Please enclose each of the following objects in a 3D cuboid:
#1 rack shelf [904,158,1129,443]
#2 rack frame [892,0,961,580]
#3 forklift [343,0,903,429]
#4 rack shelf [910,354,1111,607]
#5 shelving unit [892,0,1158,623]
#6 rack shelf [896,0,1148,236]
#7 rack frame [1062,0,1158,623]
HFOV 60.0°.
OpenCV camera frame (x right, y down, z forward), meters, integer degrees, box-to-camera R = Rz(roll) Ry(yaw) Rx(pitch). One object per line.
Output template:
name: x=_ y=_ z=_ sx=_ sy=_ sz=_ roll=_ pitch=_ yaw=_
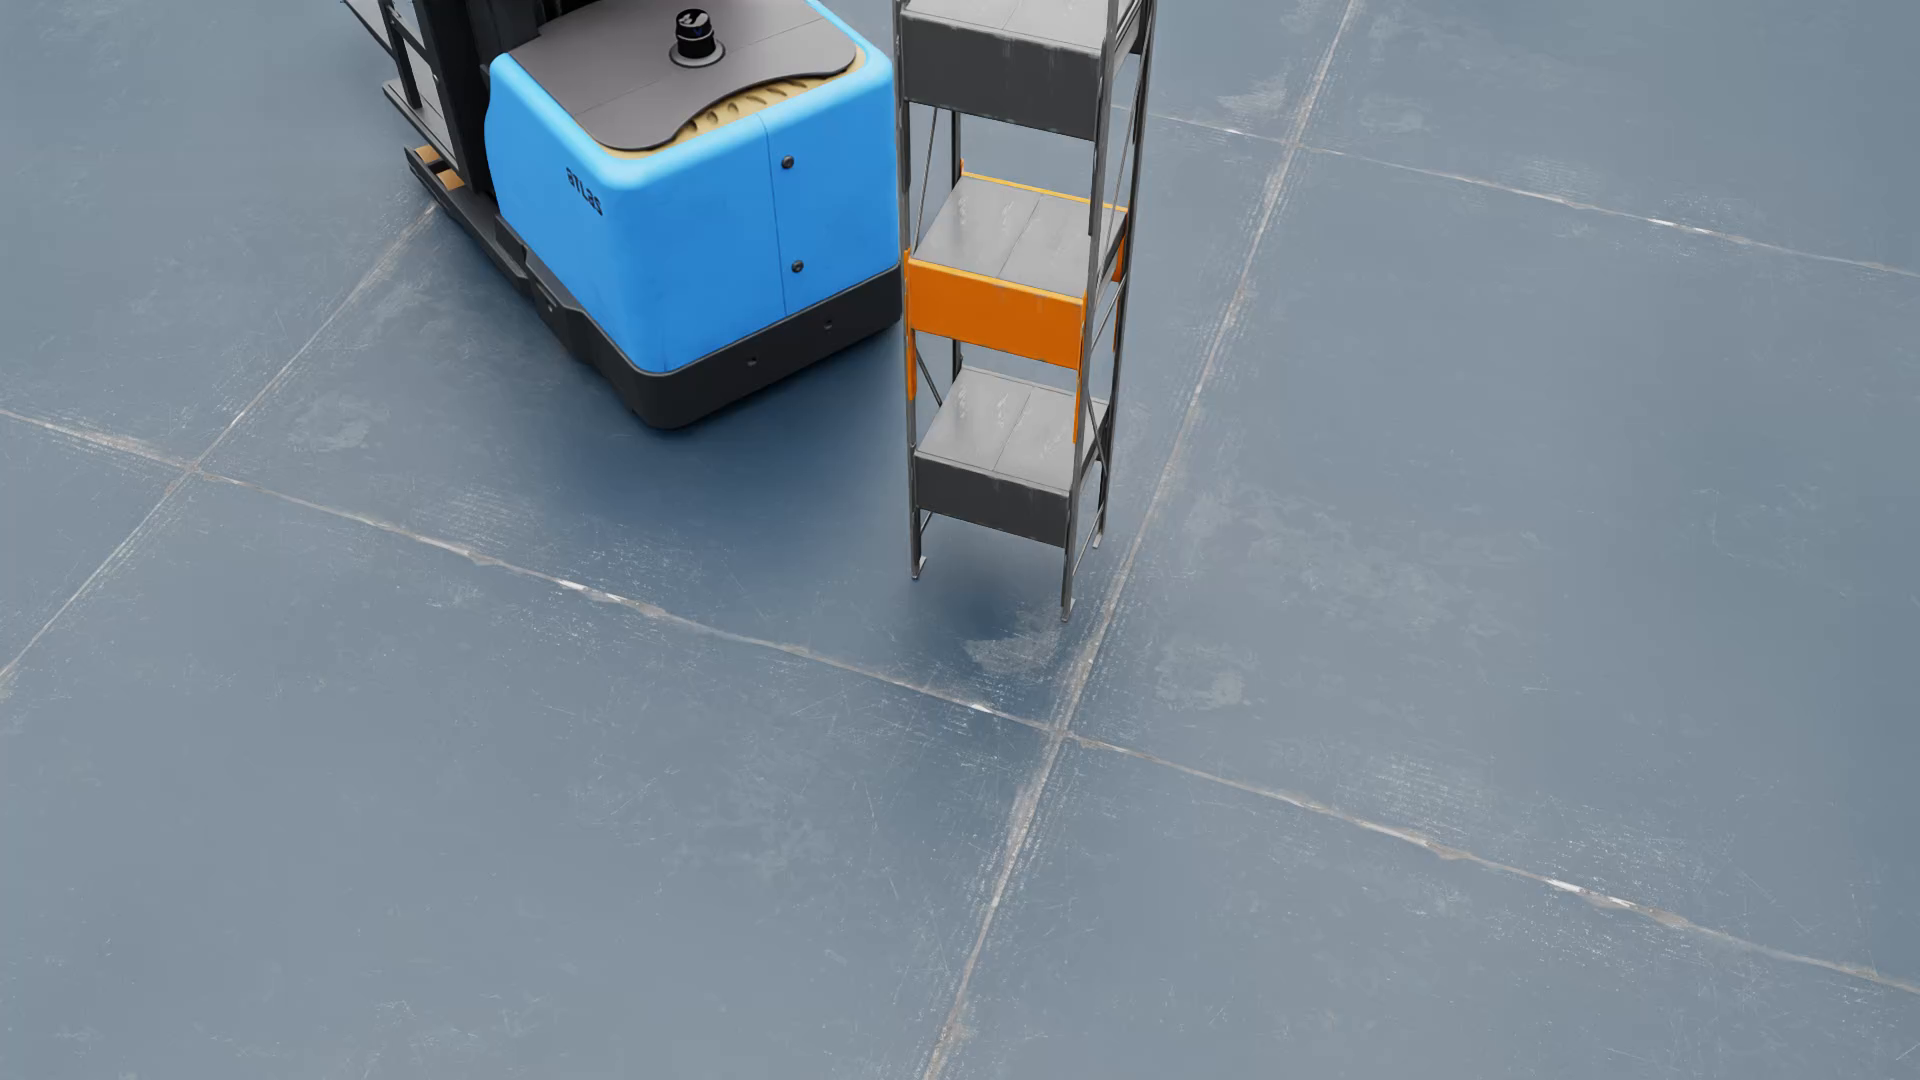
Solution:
rack shelf: x=0.155 y=-0.635 z=4.429 sx=0.480 sy=0.518 sz=0.431 roll=16 pitch=51 yaw=13
rack frame: x=-0.074 y=-0.708 z=4.474 sx=0.015 sy=2.100 sz=0.400 roll=16 pitch=51 yaw=13
forklift: x=-1.467 y=-2.401 z=5.391 sx=1.130 sy=2.935 sz=3.031 roll=-29 pitch=55 yaw=-23
rack shelf: x=0.155 y=-0.177 z=4.958 sx=0.480 sy=0.518 sz=0.431 roll=16 pitch=51 yaw=13
shelving unit: x=0.155 y=-0.644 z=4.419 sx=0.503 sy=2.100 sz=0.431 roll=16 pitch=51 yaw=13
rack shelf: x=0.155 y=-1.094 z=3.900 sx=0.480 sy=0.518 sz=0.431 roll=16 pitch=51 yaw=13
rack frame: x=0.384 y=-0.580 z=4.364 sx=0.015 sy=2.100 sz=0.400 roll=16 pitch=51 yaw=13
